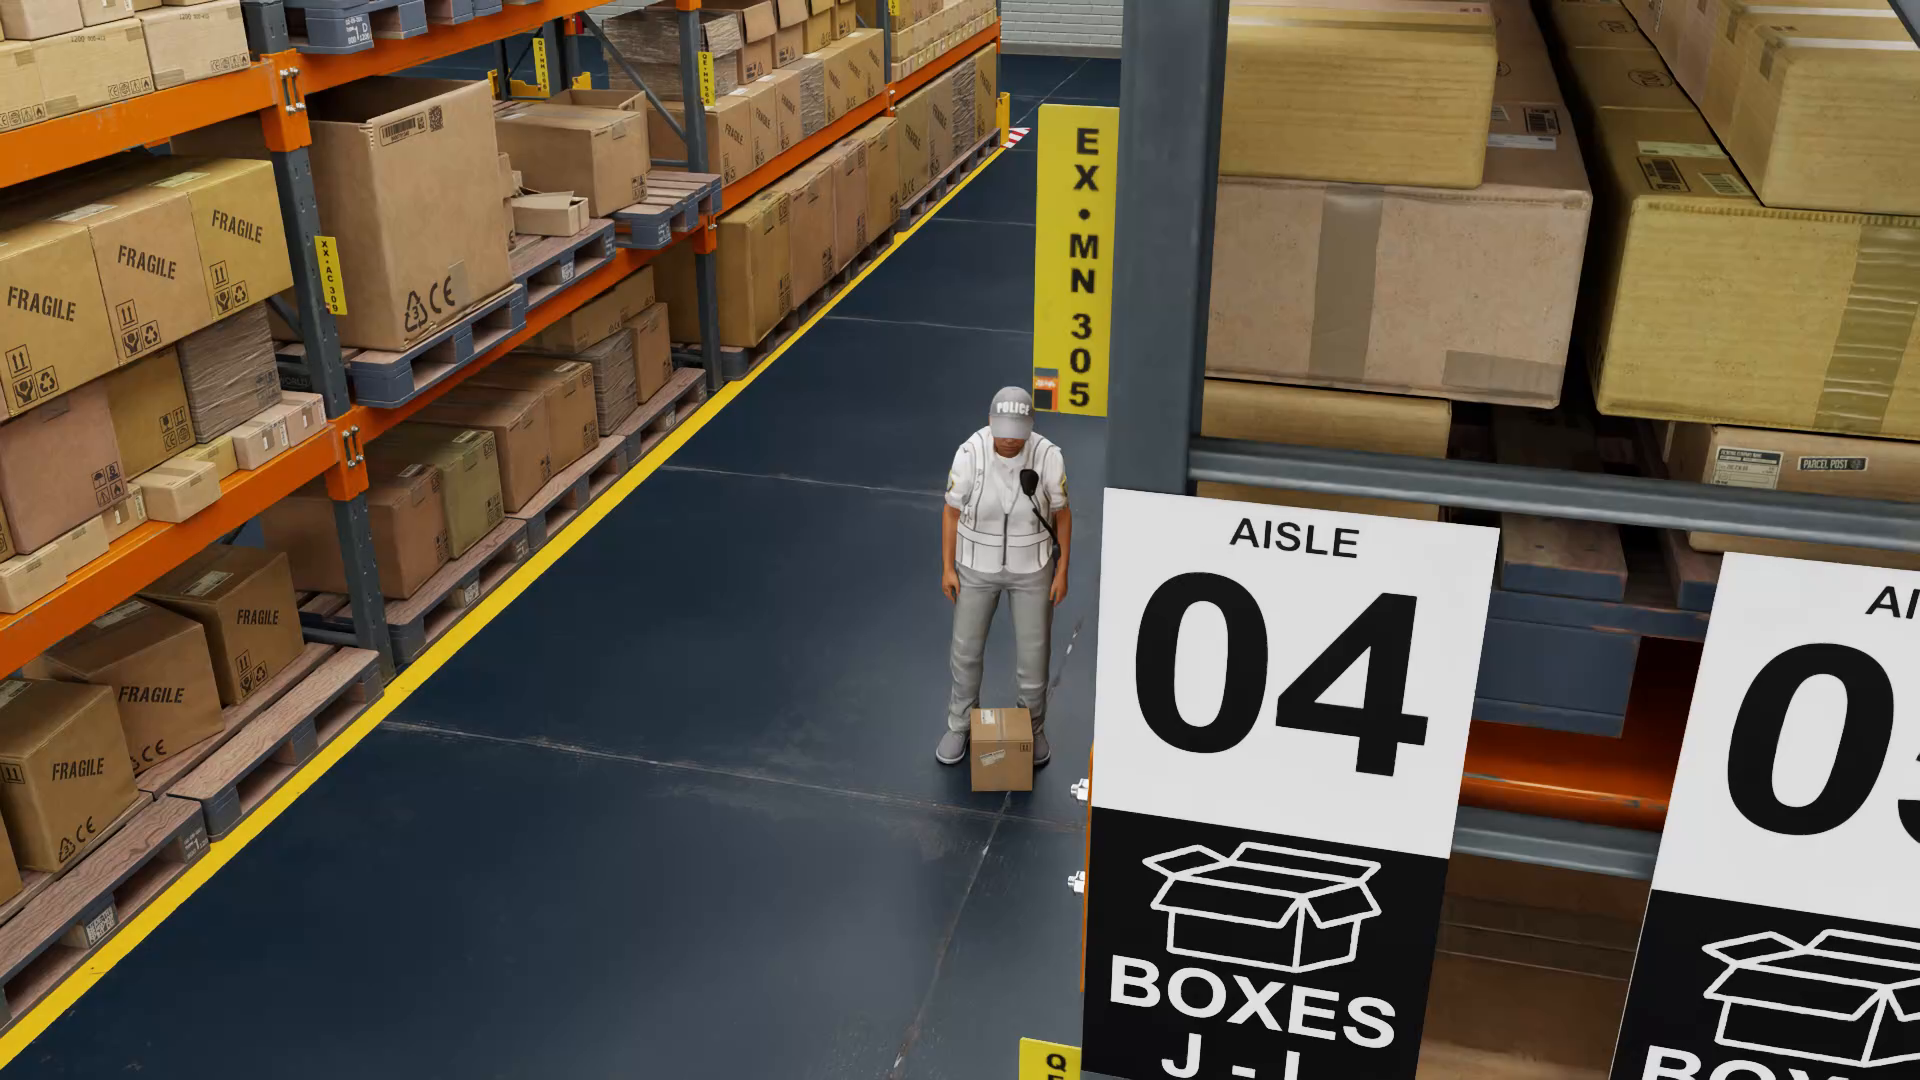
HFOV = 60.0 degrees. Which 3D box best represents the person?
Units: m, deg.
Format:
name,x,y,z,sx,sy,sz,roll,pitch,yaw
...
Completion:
name,x,y,z,sx,sy,sz,roll,pitch,yaw
person,0.176,0.140,6.809,0.548,1.666,0.473,1,26,3
